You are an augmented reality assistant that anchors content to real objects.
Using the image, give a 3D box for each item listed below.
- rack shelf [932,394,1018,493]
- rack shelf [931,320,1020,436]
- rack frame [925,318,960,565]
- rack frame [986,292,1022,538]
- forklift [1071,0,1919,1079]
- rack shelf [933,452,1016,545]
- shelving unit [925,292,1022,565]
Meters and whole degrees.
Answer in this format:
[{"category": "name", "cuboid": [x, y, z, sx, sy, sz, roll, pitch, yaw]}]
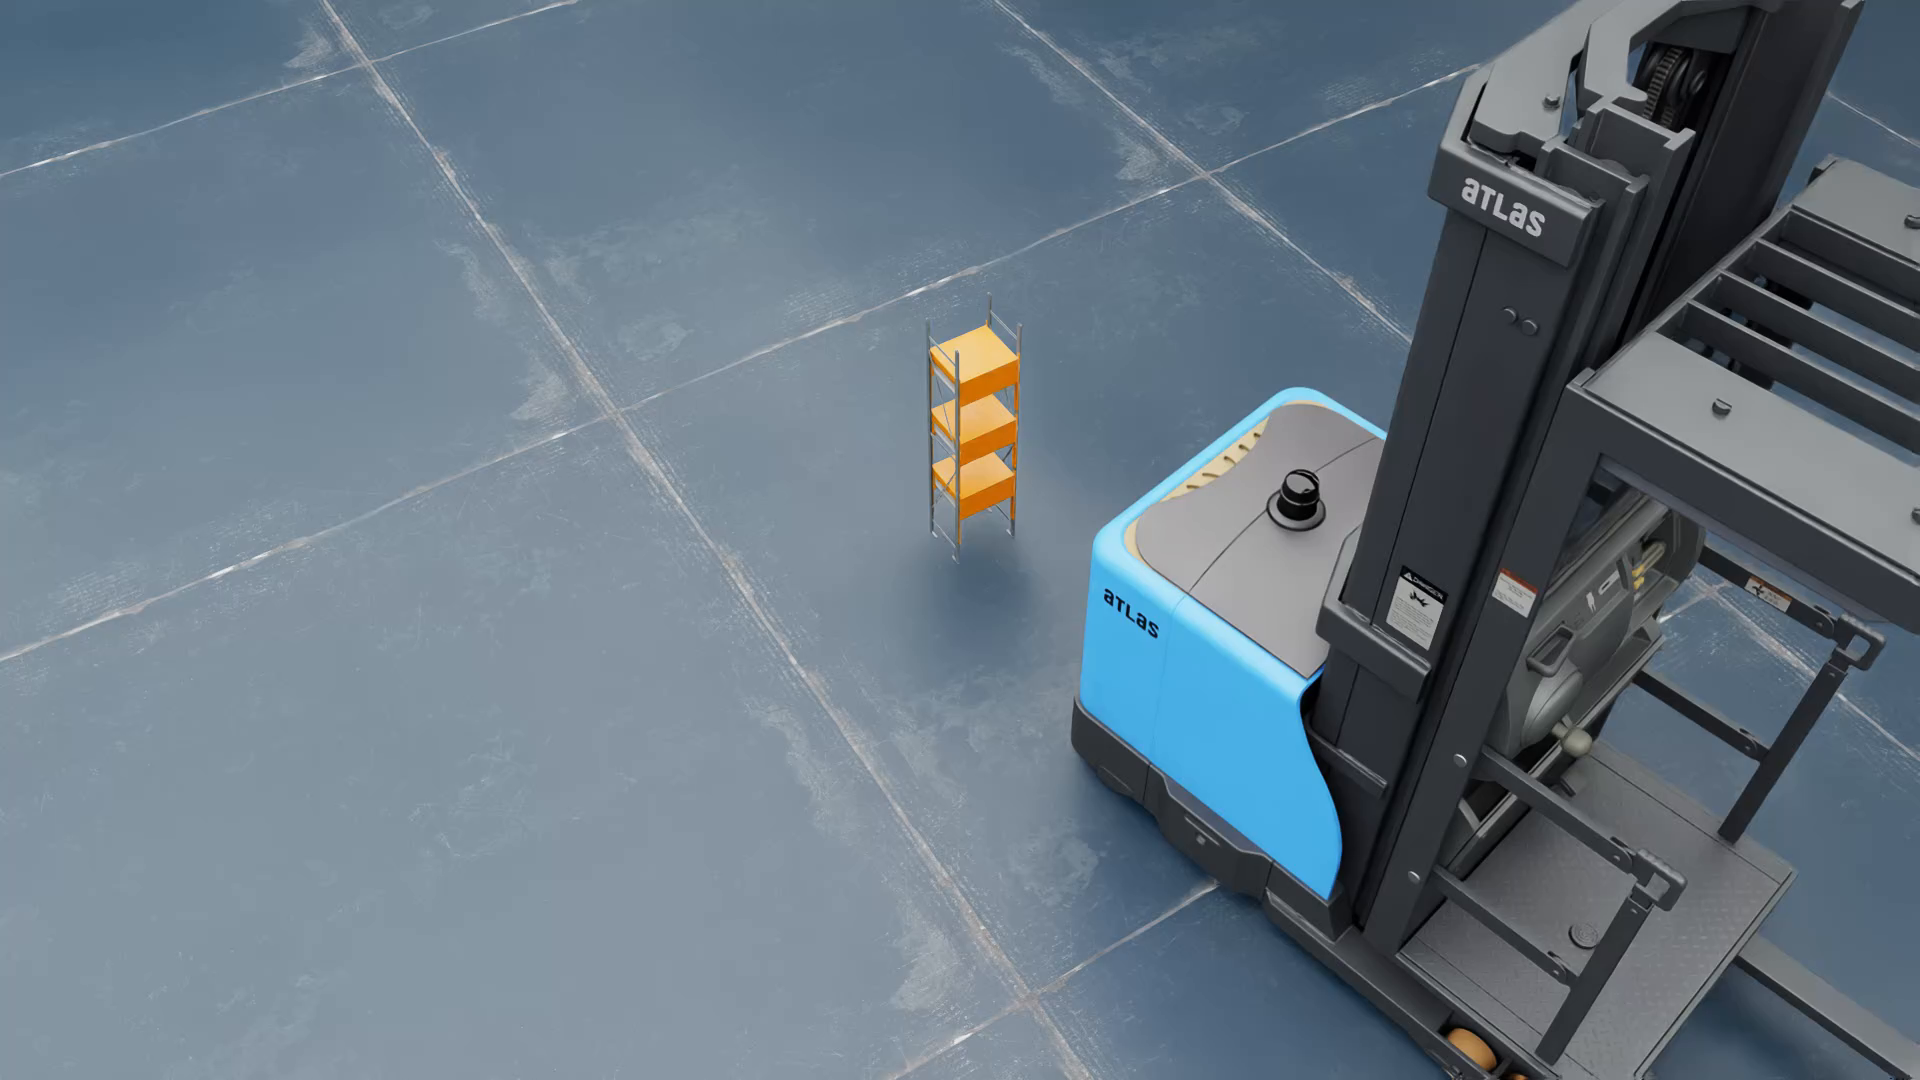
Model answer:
[{"category": "rack shelf", "cuboid": [0.045, -0.363, 5.885, 0.240, 0.259, 0.215, -25, 53, -21]}, {"category": "rack shelf", "cuboid": [0.045, -0.552, 5.673, 0.240, 0.259, 0.215, -25, 53, -21]}, {"category": "rack frame", "cuboid": [-0.058, -0.322, 5.834, 0.008, 1.050, 0.200, -25, 53, -21]}, {"category": "rack frame", "cuboid": [0.148, -0.419, 5.920, 0.008, 1.050, 0.200, -25, 53, -21]}, {"category": "forklift", "cuboid": [1.761, 0.268, 4.049, 1.130, 2.935, 3.031, -36, 58, -28]}, {"category": "rack shelf", "cuboid": [0.045, -0.179, 6.092, 0.240, 0.259, 0.215, -25, 53, -21]}, {"category": "shelving unit", "cuboid": [0.045, -0.370, 5.877, 0.252, 1.050, 0.215, -25, 53, -21]}]
